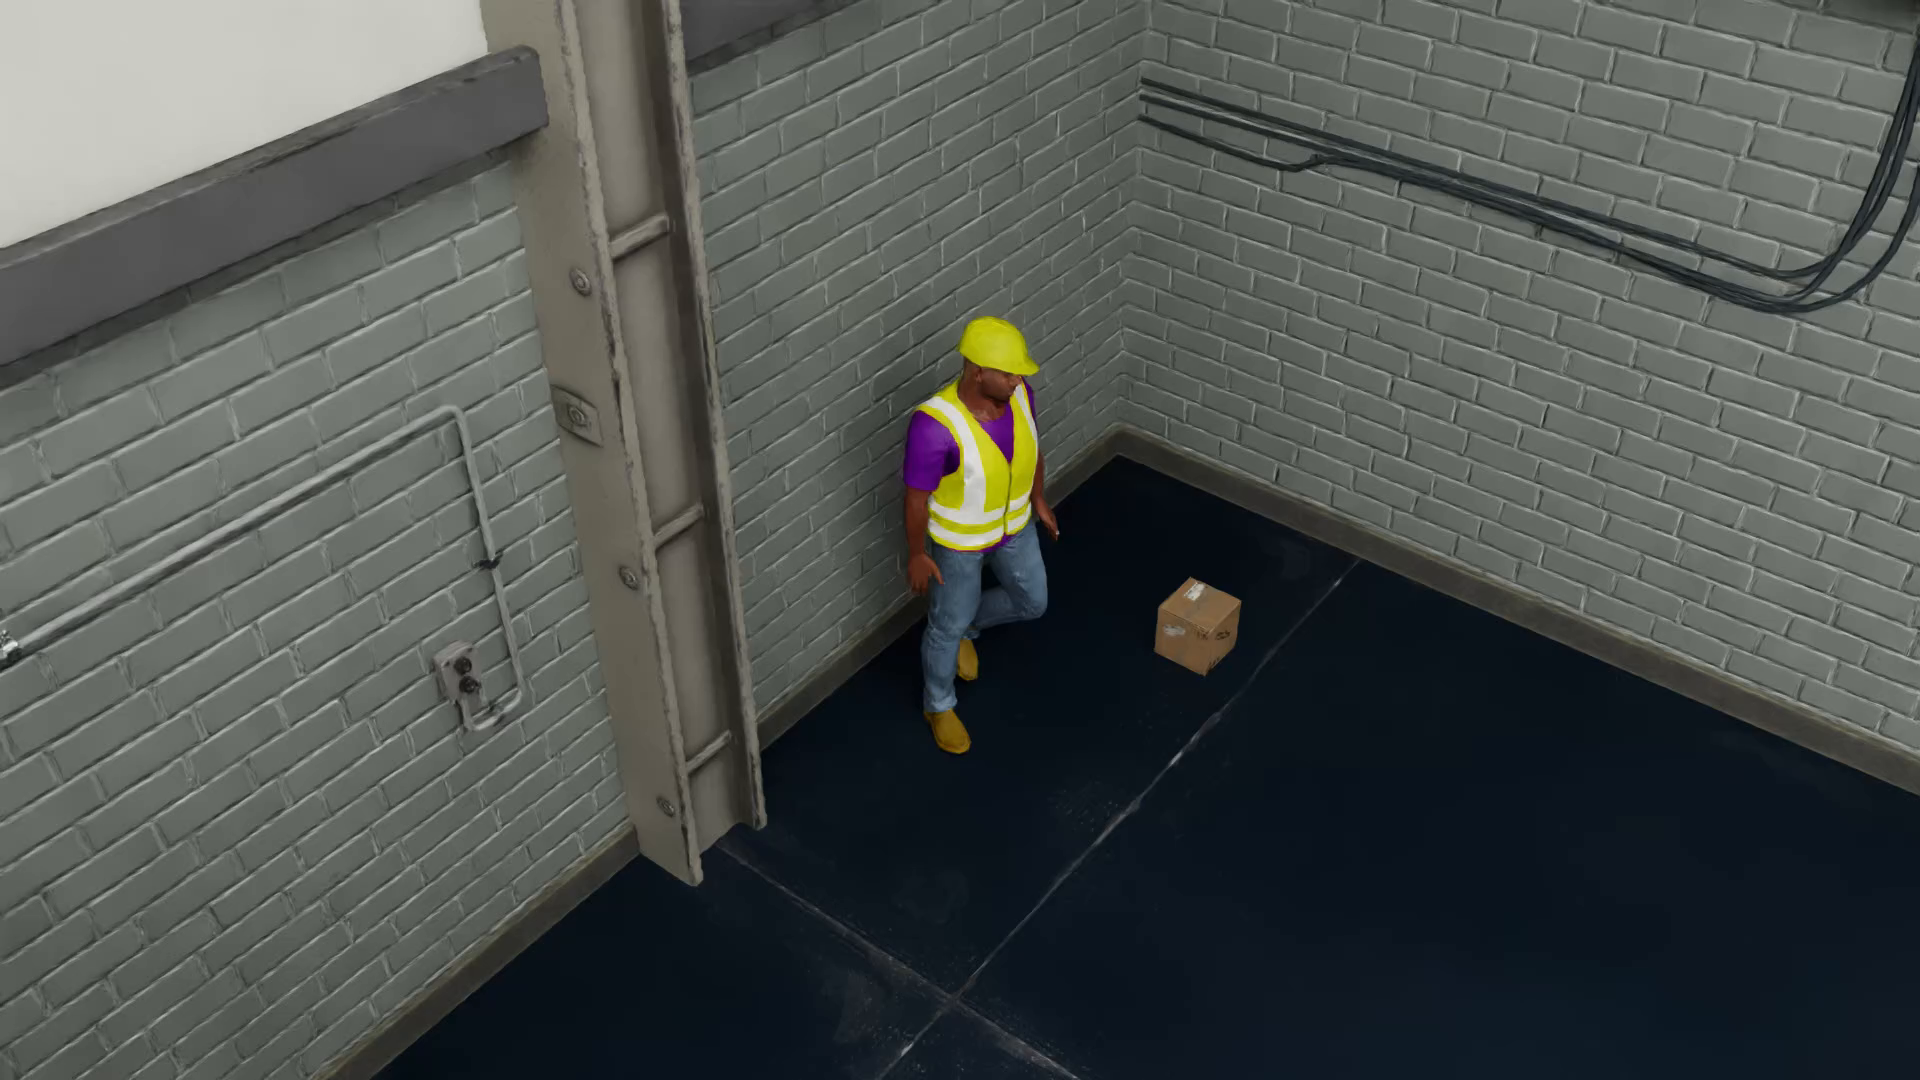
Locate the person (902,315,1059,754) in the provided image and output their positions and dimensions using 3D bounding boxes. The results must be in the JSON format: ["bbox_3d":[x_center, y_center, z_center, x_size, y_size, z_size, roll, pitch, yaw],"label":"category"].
[{"bbox_3d":[0.046,-0.068,6.191,0.648,1.755,0.501,-29,47,-31],"label":"person"}]
